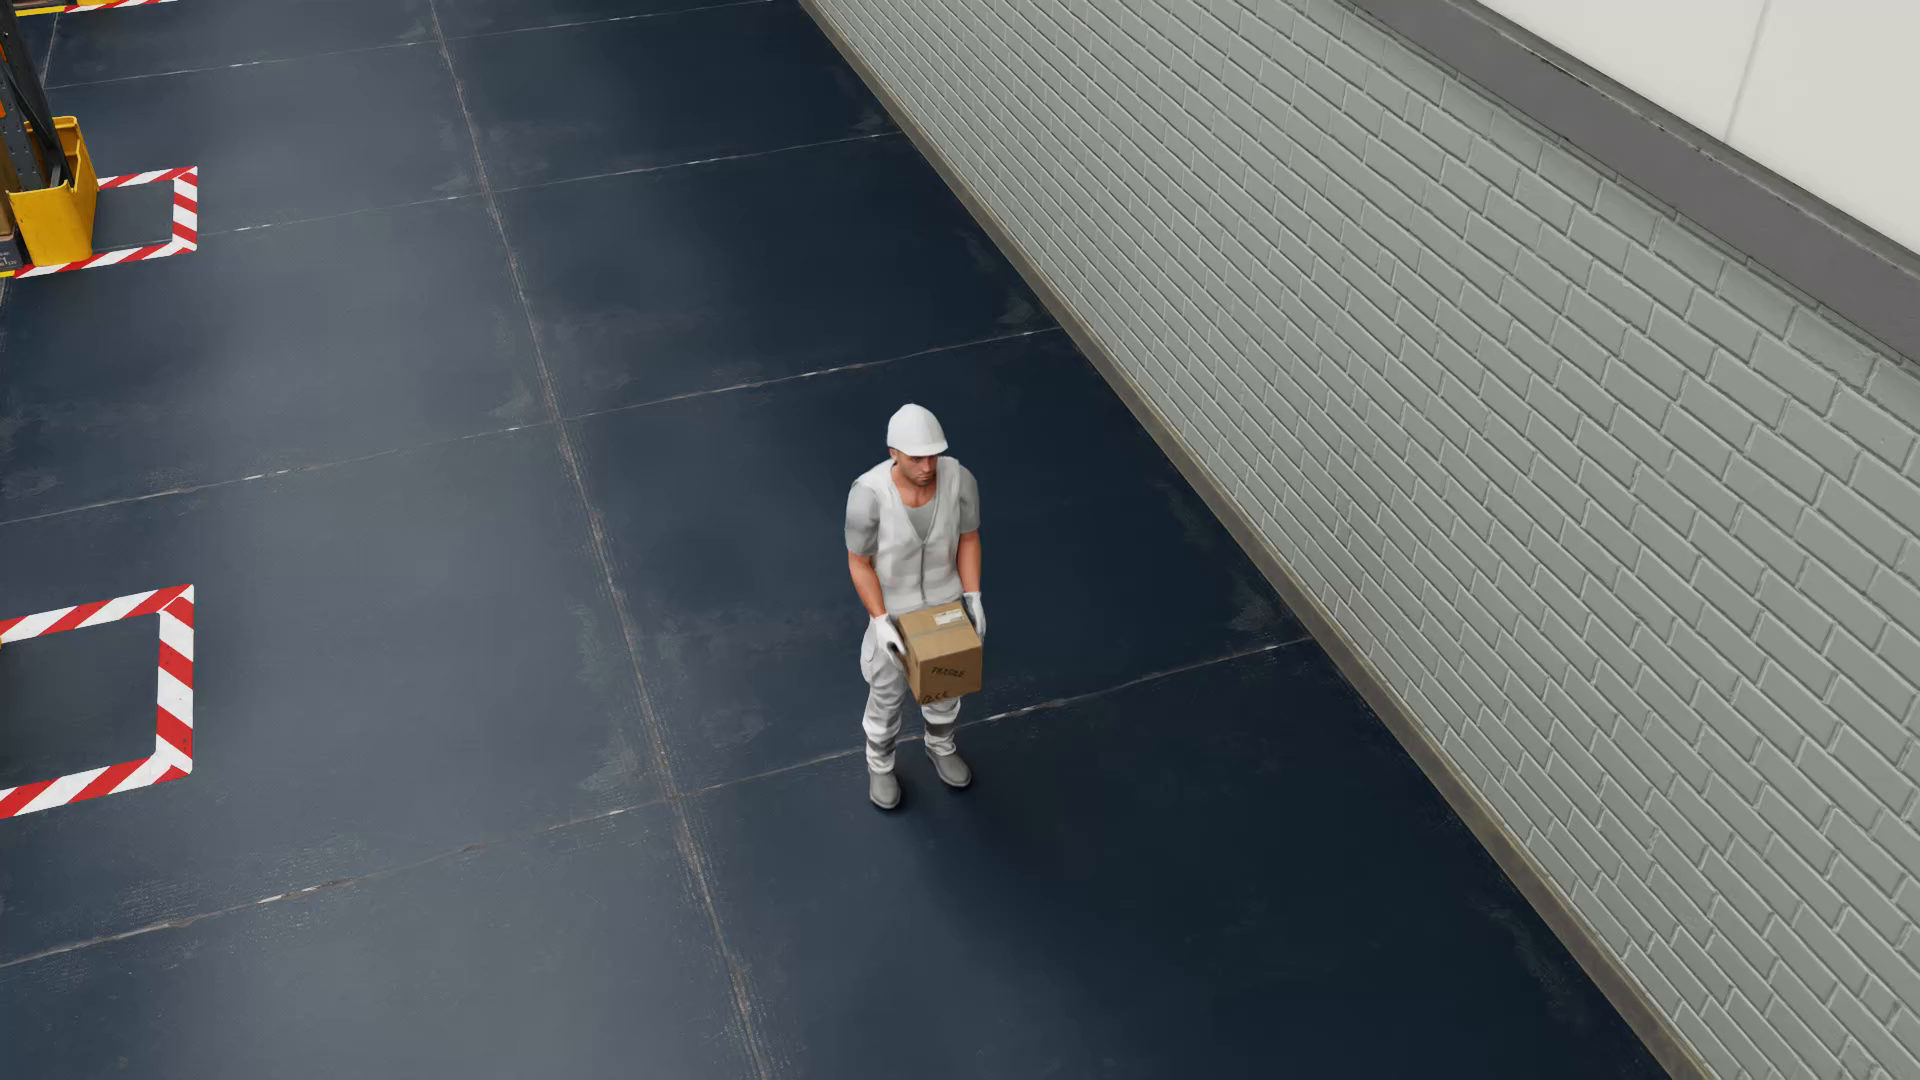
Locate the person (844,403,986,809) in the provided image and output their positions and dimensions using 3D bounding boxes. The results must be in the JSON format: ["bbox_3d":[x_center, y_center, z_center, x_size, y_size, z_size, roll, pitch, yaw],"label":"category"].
[{"bbox_3d":[-0.152,0.271,6.407,0.533,1.793,0.474,-13,39,-17],"label":"person"}]
